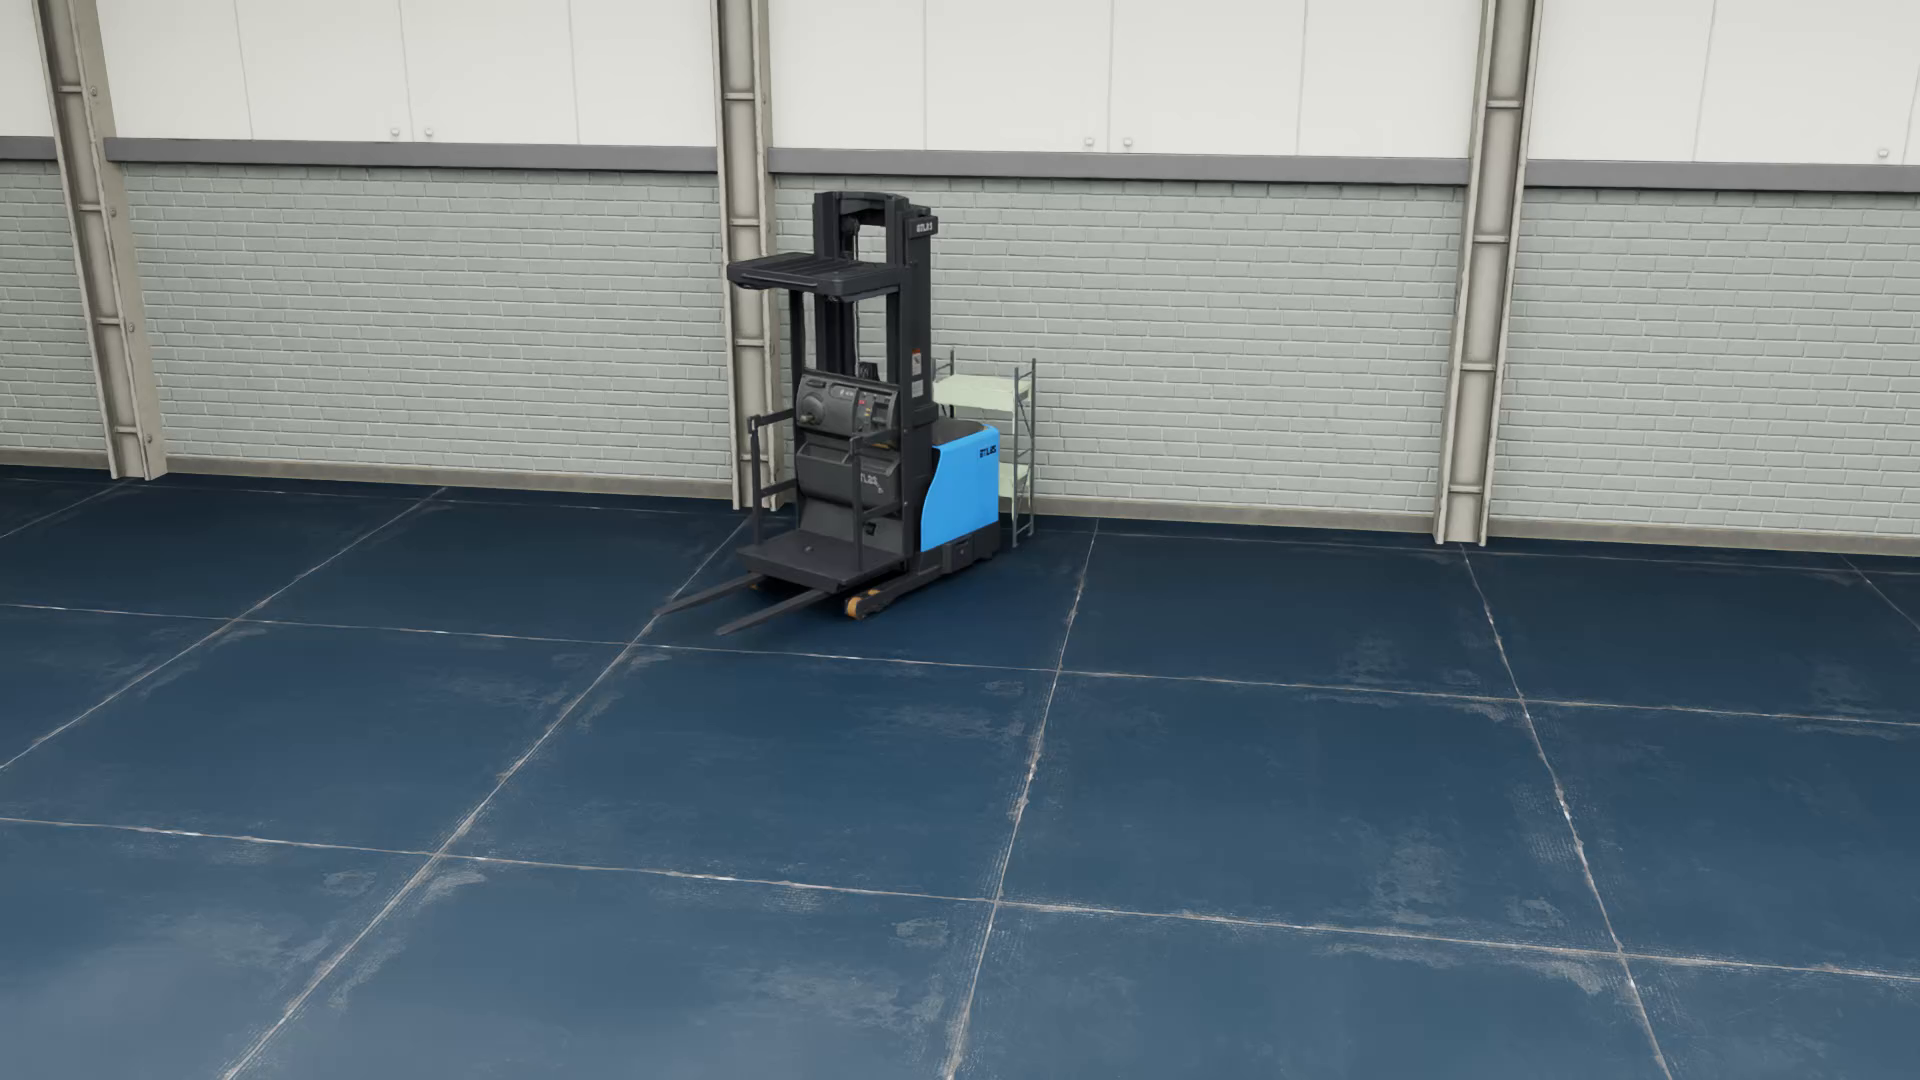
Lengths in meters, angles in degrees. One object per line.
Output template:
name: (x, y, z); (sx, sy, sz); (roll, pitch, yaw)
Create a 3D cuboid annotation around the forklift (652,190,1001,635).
forklift: (-0.966, -0.987, 12.133); (1.130, 2.935, 3.031); (14, 23, 35)

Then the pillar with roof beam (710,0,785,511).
pillar with roof beam: (-2.460, -3.229, 9.270); (0.400, 9.000, 9.100); (3, 19, 9)

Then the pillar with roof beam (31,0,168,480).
pillar with roof beam: (-8.384, -3.530, 10.173); (0.400, 9.000, 9.100); (3, 19, 9)

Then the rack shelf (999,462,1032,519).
rack shelf: (0.192, -0.449, 13.808); (0.720, 0.370, 0.431); (8, 20, 23)

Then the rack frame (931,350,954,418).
rack frame: (-0.141, -0.807, 13.850); (0.023, 1.500, 0.400); (8, 20, 23)

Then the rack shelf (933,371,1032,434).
rack shelf: (0.192, -1.128, 13.581); (0.720, 0.370, 0.431); (8, 20, 23)

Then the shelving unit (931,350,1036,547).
shelving unit: (0.192, -0.758, 13.705); (0.755, 1.500, 0.431); (8, 20, 23)

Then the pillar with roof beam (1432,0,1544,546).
pillar with roof beam: (3.464, -2.927, 8.368); (0.400, 9.000, 9.100); (3, 19, 9)

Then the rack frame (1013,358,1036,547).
rack frame: (0.524, -0.709, 13.560); (0.023, 1.500, 0.400); (8, 20, 23)
